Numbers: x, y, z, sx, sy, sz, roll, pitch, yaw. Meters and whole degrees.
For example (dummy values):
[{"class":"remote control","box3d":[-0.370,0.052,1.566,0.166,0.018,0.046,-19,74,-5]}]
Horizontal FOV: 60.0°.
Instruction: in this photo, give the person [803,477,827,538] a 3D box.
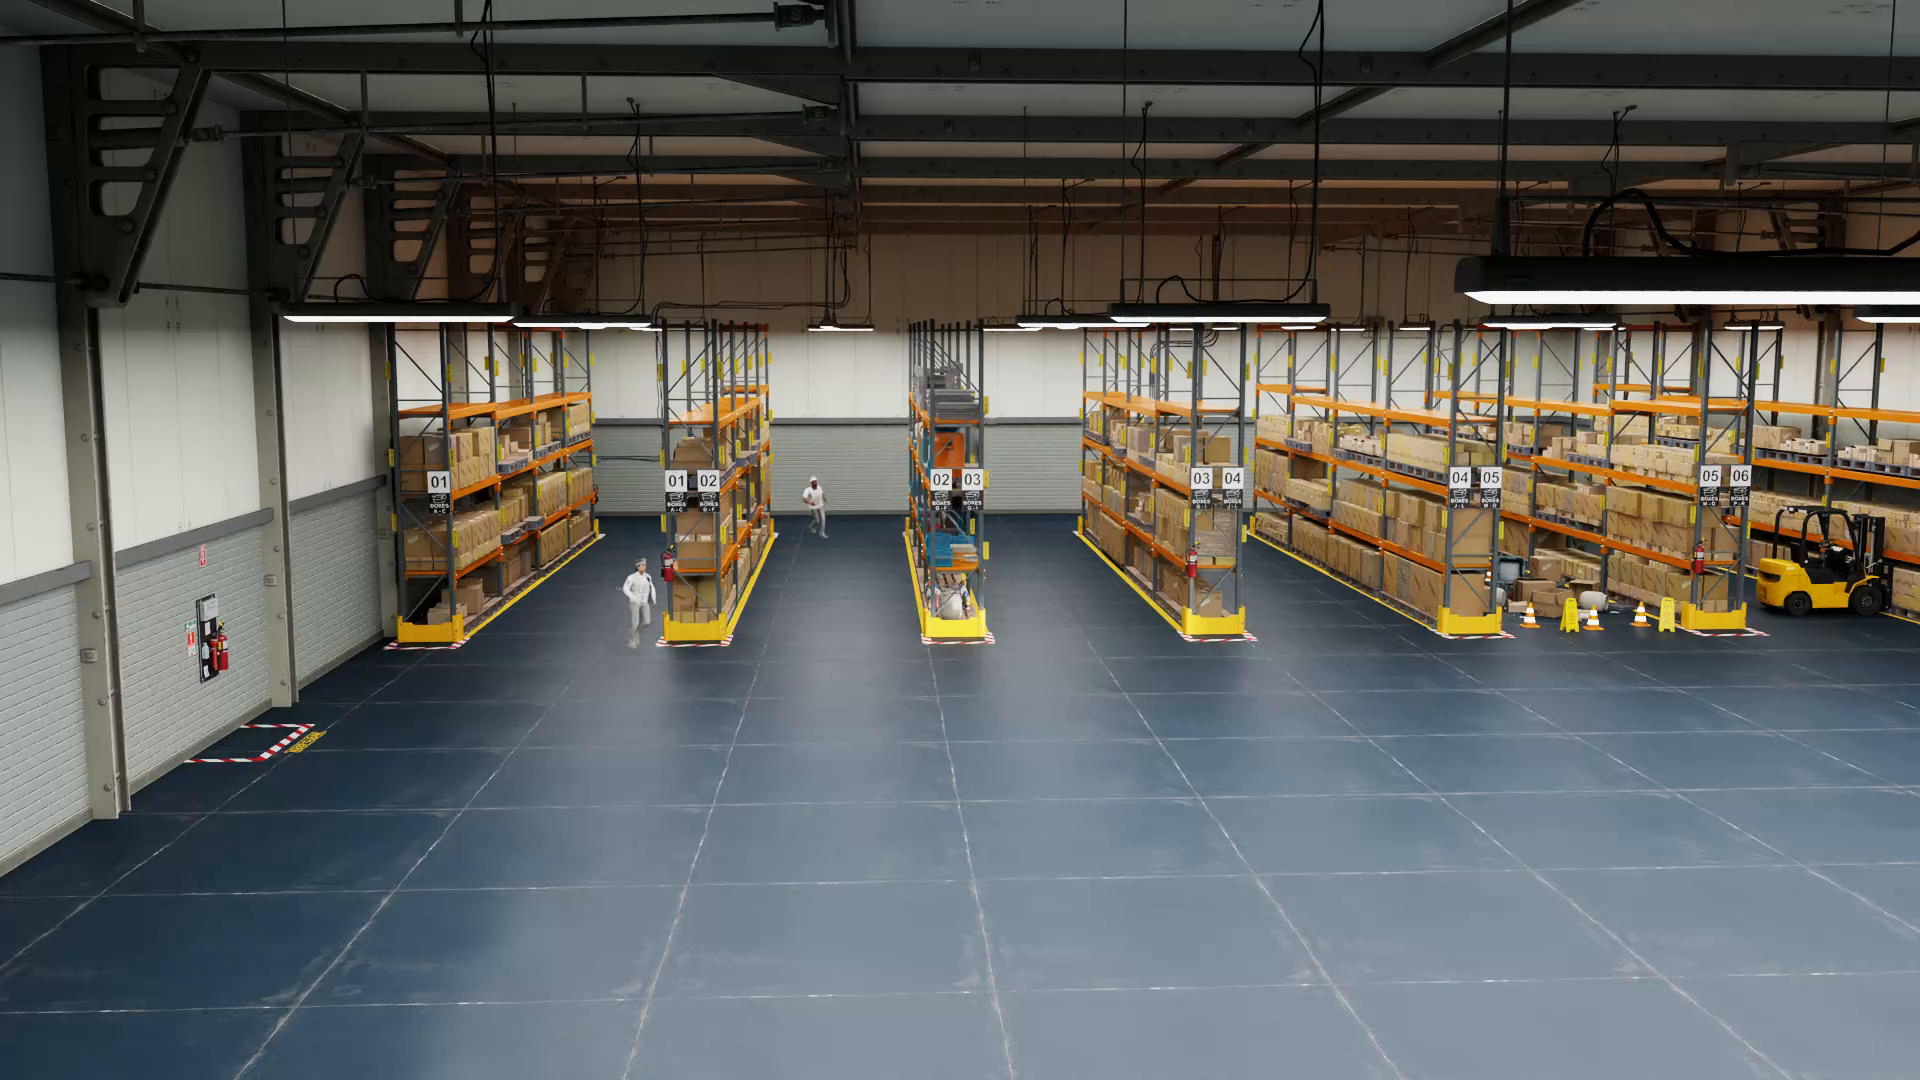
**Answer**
[{"class":"person","box3d":[-4.128,-0.934,47.144,0.743,1.719,0.709,-6,9,-40]}]

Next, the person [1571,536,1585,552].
[{"class":"person","box3d":[16.105,-0.482,43.229,0.714,1.742,0.632,-1,7,-9]}]

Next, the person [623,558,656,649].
[{"class":"person","box3d":[-5.825,1.158,30.433,0.689,1.649,0.489,-5,9,-37]}]
